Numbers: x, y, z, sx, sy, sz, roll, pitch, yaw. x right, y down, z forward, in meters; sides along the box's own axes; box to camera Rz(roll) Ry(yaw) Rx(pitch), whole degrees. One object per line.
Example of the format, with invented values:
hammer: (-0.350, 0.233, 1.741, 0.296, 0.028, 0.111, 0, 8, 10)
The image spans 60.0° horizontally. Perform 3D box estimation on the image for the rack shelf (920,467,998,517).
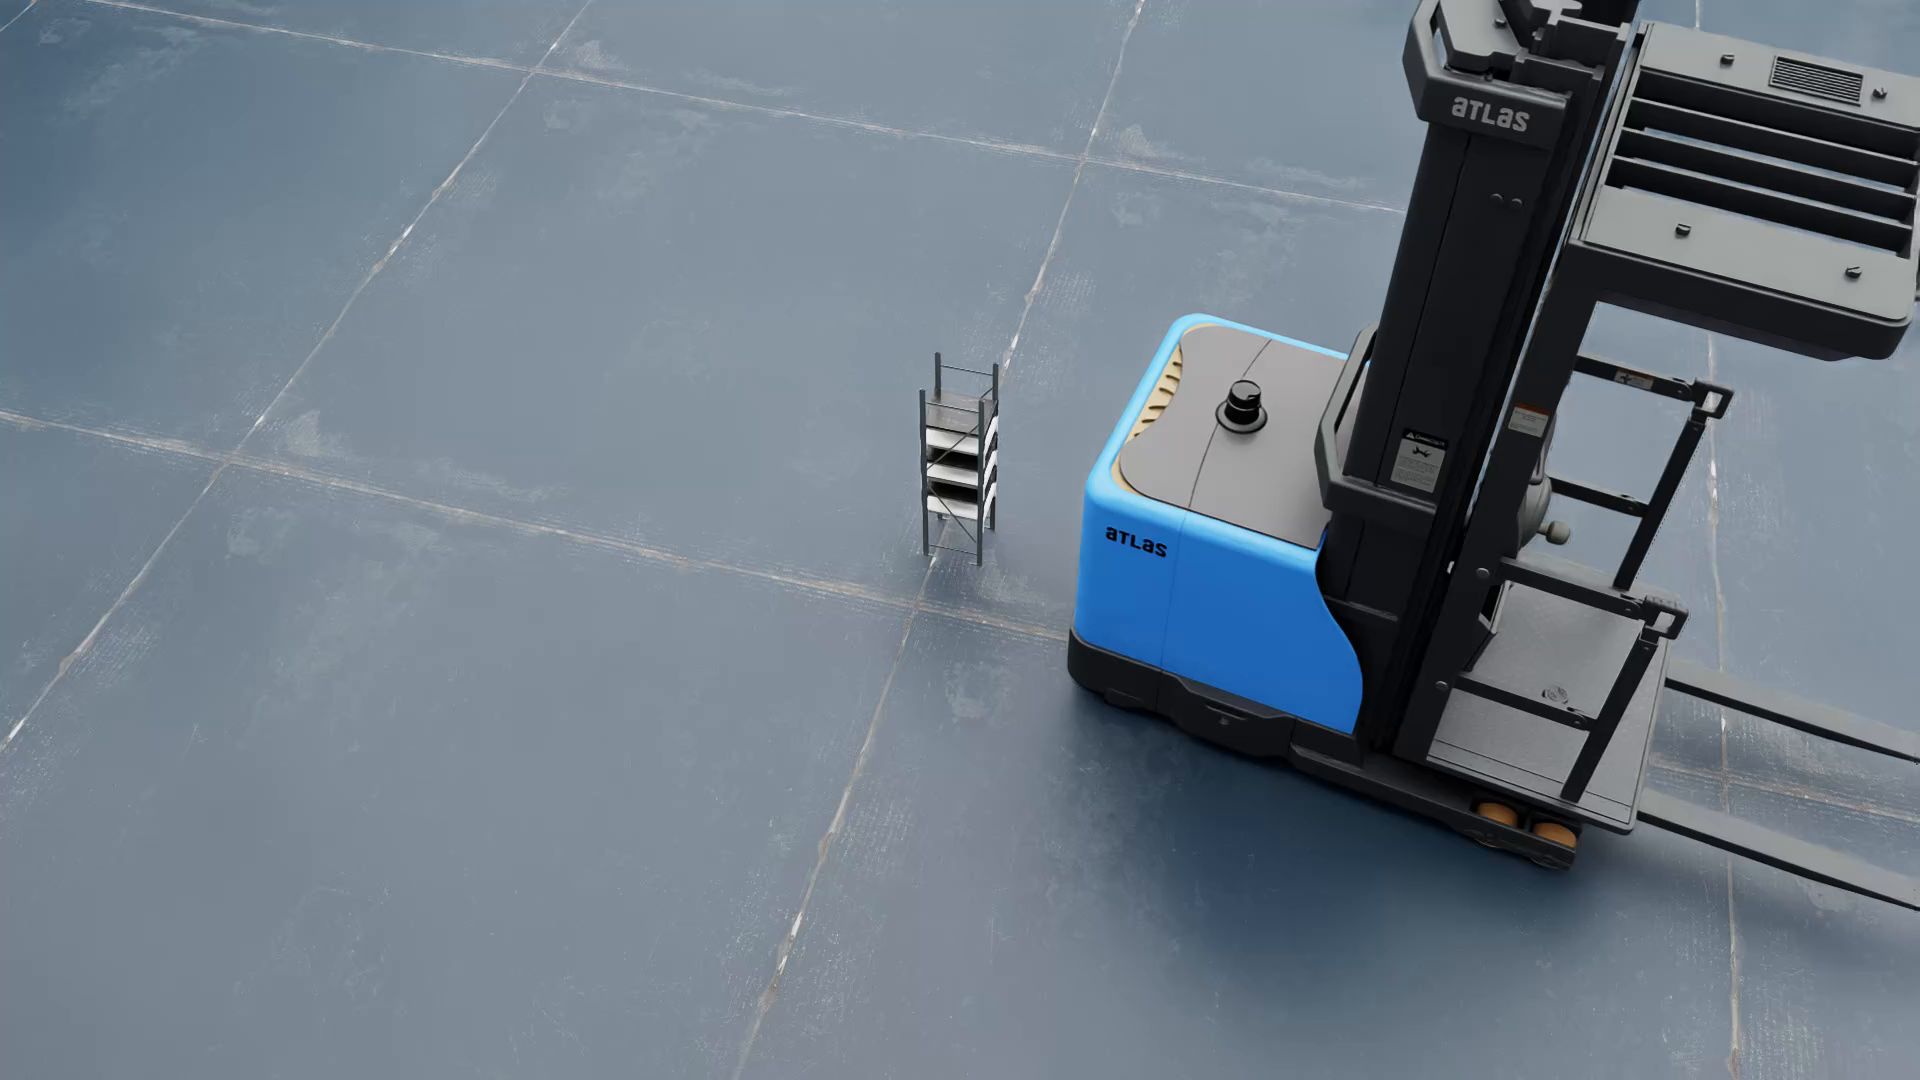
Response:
rack shelf: (-0.002, -0.210, 6.419, 0.258, 0.077, 0.200, 12, 50, 10)

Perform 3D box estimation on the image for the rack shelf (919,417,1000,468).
rack shelf: (-0.002, -0.389, 6.216, 0.258, 0.077, 0.200, 12, 50, 10)

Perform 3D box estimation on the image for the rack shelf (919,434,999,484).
rack shelf: (-0.002, -0.329, 6.284, 0.258, 0.077, 0.200, 12, 50, 10)

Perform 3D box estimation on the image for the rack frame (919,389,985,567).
rack frame: (-0.029, -0.218, 6.261, 0.240, 0.900, 0.006, 12, 50, 10)

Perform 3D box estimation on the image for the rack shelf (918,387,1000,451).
rack shelf: (-0.002, -0.449, 6.149, 0.258, 0.077, 0.200, 12, 50, 10)

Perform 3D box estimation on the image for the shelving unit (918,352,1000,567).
shelving unit: (-0.002, -0.292, 6.326, 0.258, 0.900, 0.210, 12, 50, 10)

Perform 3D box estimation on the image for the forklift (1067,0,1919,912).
forklift: (1.958, -0.309, 4.987, 3.031, 2.935, 1.130, 19, 51, 16)

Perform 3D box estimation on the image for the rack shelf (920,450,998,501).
rack shelf: (-0.002, -0.270, 6.351, 0.258, 0.077, 0.200, 12, 50, 10)

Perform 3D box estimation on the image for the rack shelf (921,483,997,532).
rack shelf: (-0.002, -0.151, 6.486, 0.258, 0.077, 0.200, 12, 50, 10)

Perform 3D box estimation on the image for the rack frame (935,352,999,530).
rack frame: (0.025, -0.365, 6.391, 0.240, 0.900, 0.006, 12, 50, 10)
